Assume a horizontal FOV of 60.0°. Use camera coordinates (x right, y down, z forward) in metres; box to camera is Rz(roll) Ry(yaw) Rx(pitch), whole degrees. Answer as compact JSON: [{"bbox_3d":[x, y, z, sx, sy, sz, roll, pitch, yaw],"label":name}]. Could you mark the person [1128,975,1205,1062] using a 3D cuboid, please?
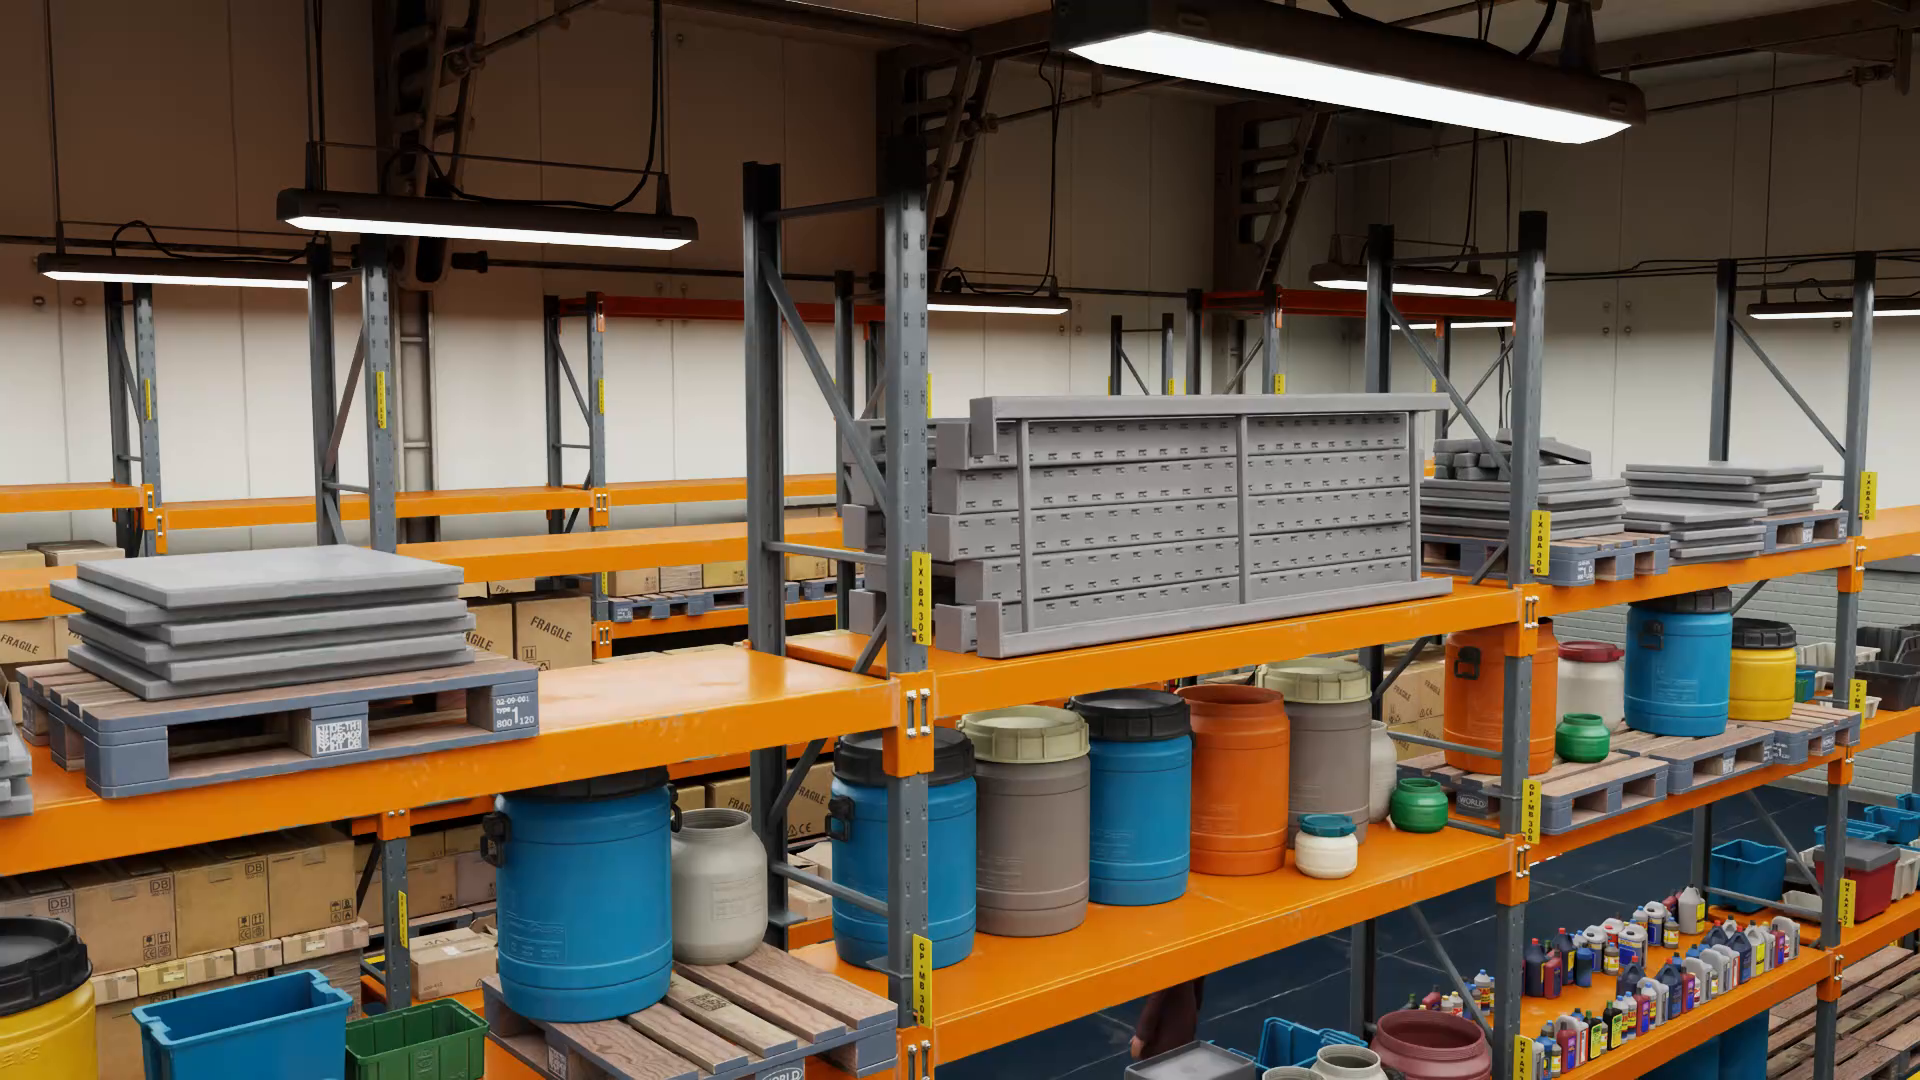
[{"bbox_3d":[1.408,3.221,11.007,0.505,1.788,0.660,3,6,29],"label":"person"}]
